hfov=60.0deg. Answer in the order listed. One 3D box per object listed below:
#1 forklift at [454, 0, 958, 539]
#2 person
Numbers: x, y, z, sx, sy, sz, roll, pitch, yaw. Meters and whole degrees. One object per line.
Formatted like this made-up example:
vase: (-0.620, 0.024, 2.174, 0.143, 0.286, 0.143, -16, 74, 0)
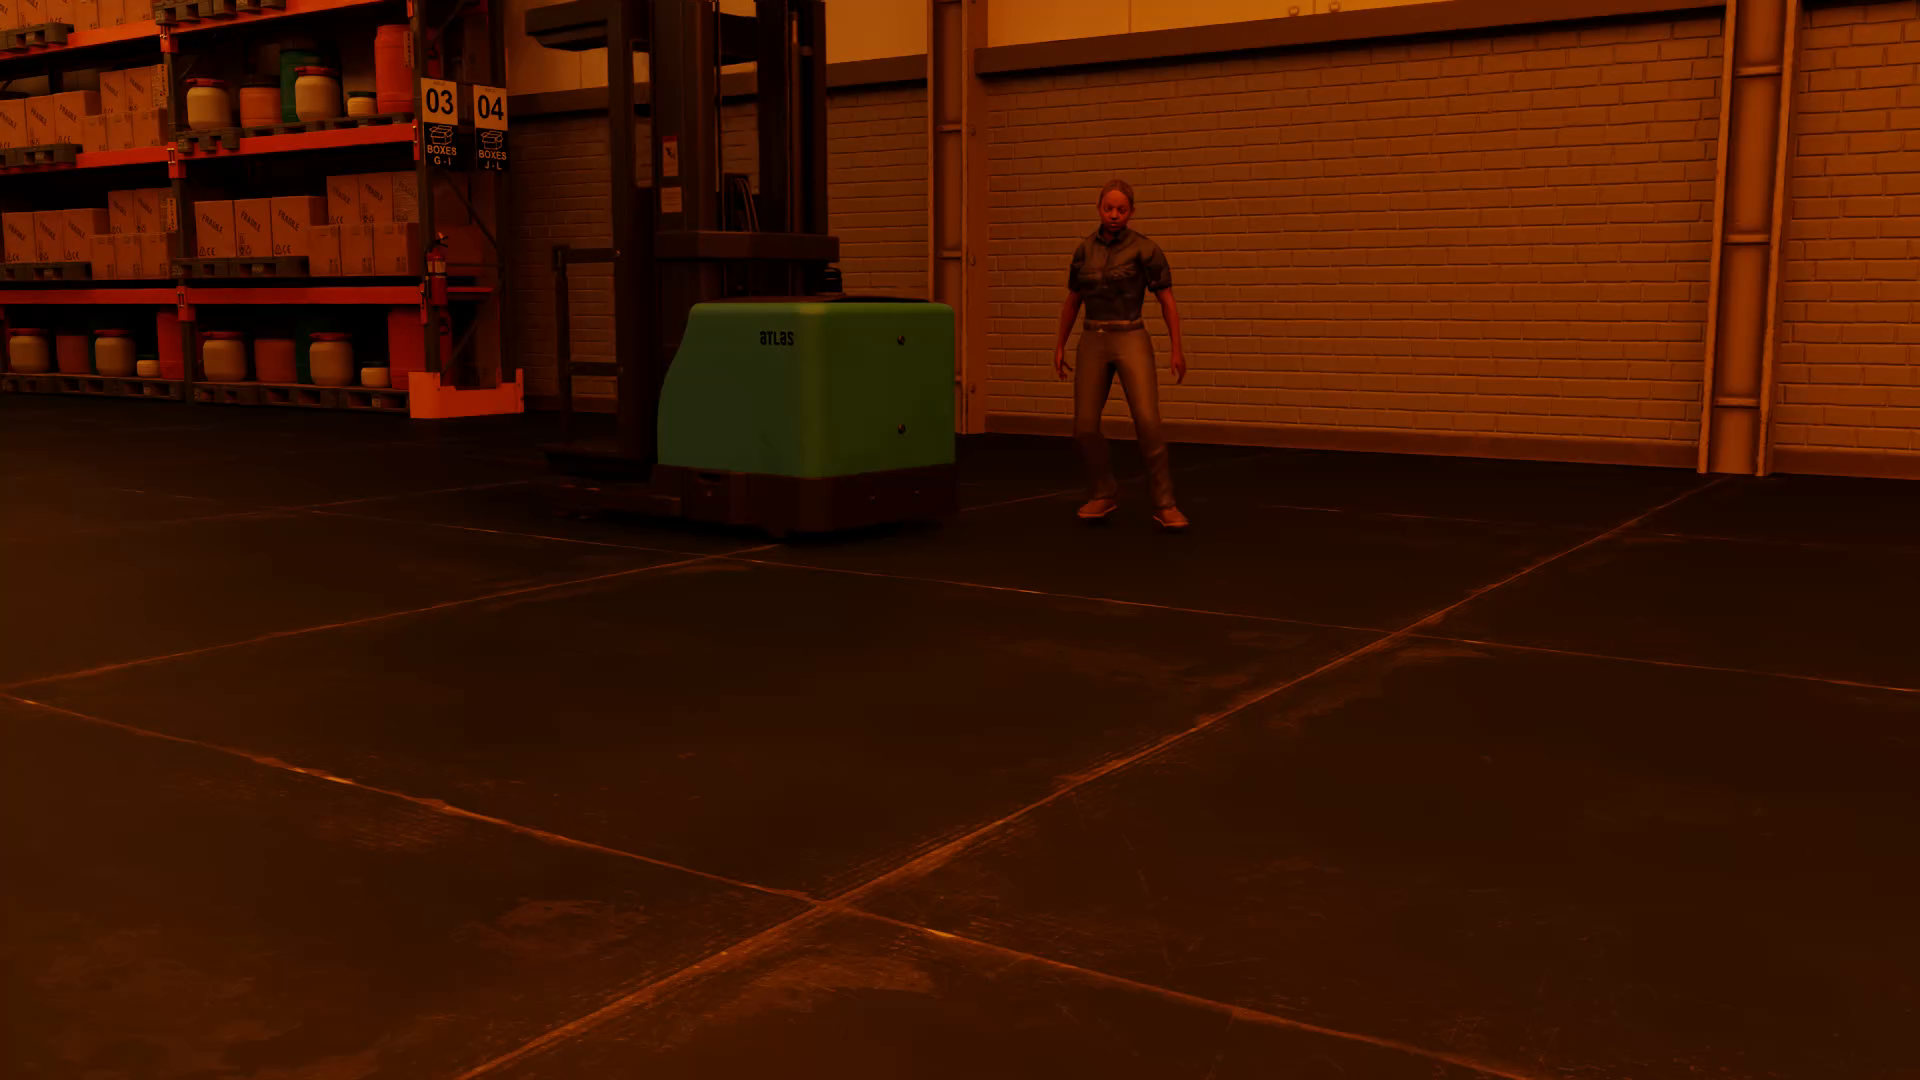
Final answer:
forklift: (-1.463, -1.600, 8.447, 3.031, 2.935, 1.130, 7, 10, 39)
person: (0.784, -0.897, 7.986, 0.790, 1.628, 0.358, 4, 9, 29)
